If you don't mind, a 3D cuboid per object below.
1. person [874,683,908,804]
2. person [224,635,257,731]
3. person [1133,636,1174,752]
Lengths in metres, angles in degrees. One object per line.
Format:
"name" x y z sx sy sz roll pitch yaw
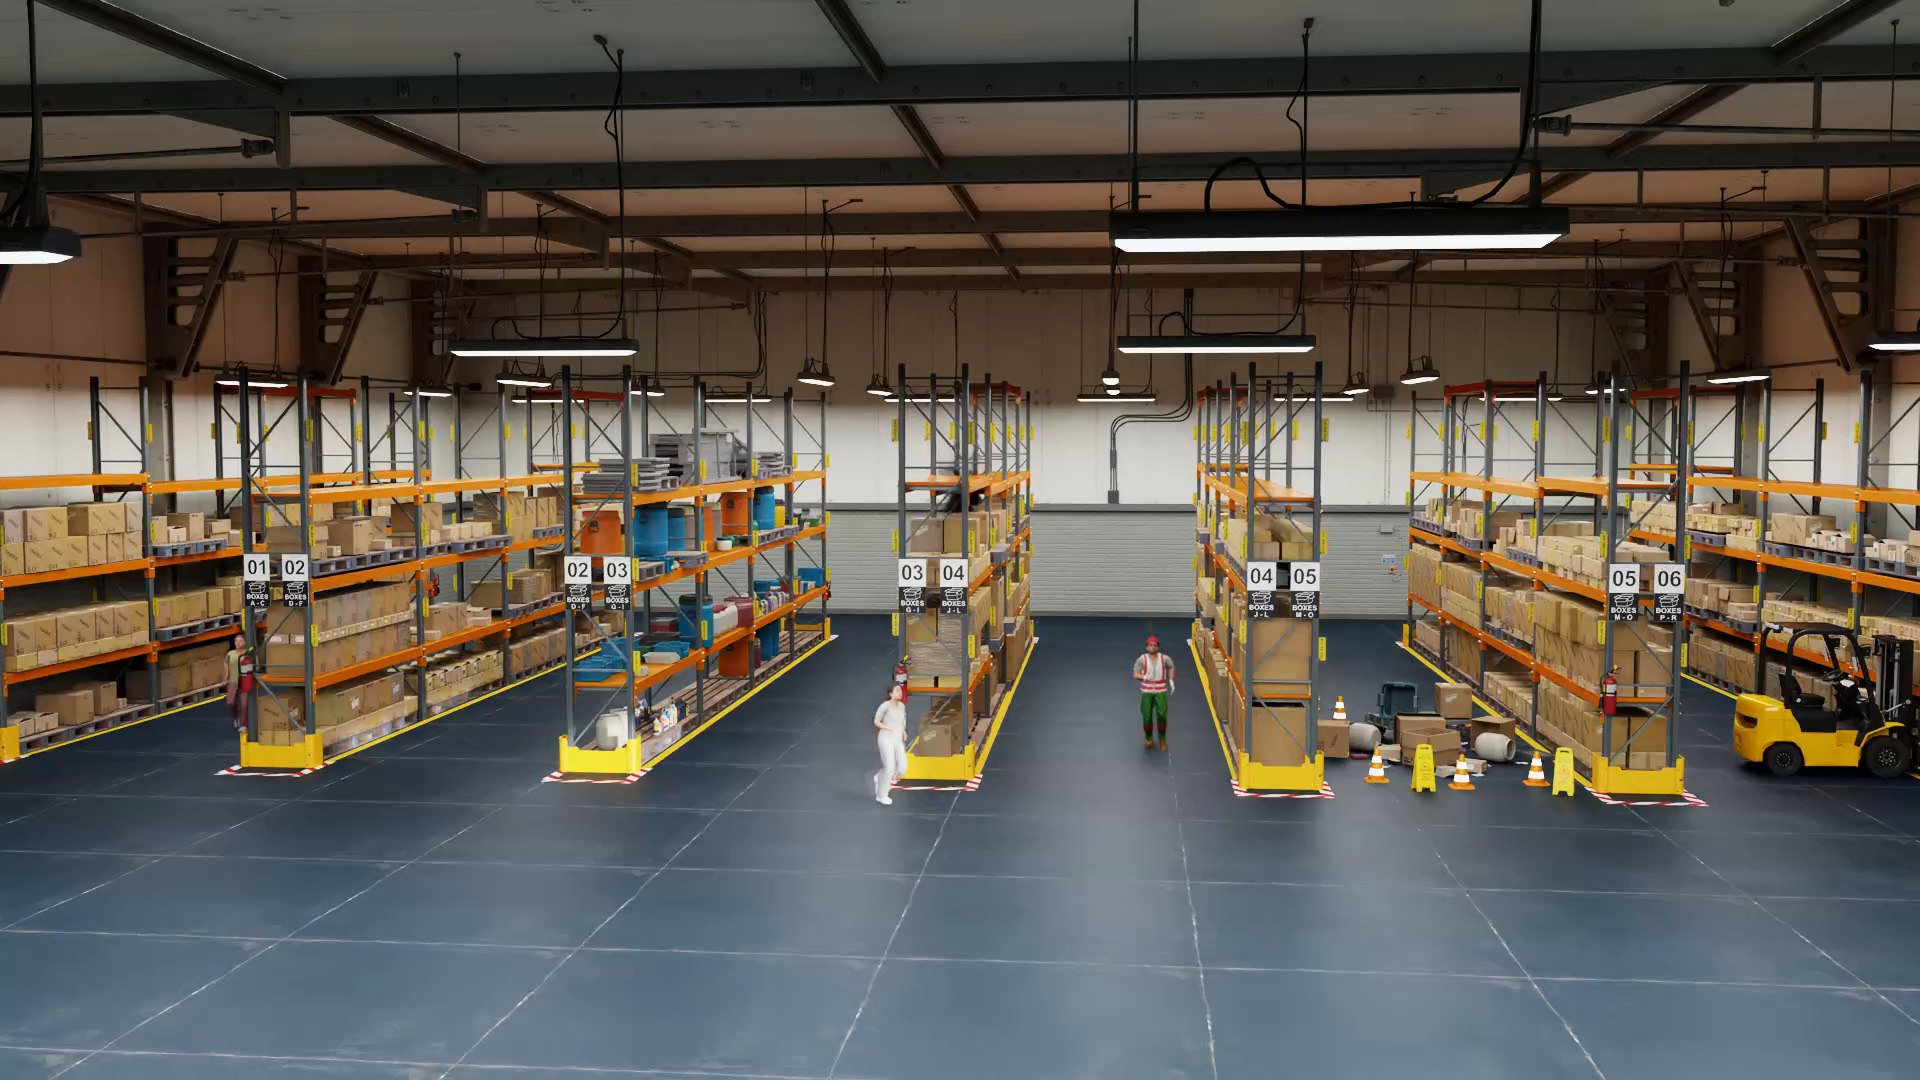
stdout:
"person" -0.912 2.748 22.626 0.586 1.620 0.598 -3 5 -41
"person" -12.046 2.396 27.789 0.566 1.629 0.549 -1 4 -10
"person" 3.057 2.435 26.202 0.652 1.826 0.714 0 4 5
